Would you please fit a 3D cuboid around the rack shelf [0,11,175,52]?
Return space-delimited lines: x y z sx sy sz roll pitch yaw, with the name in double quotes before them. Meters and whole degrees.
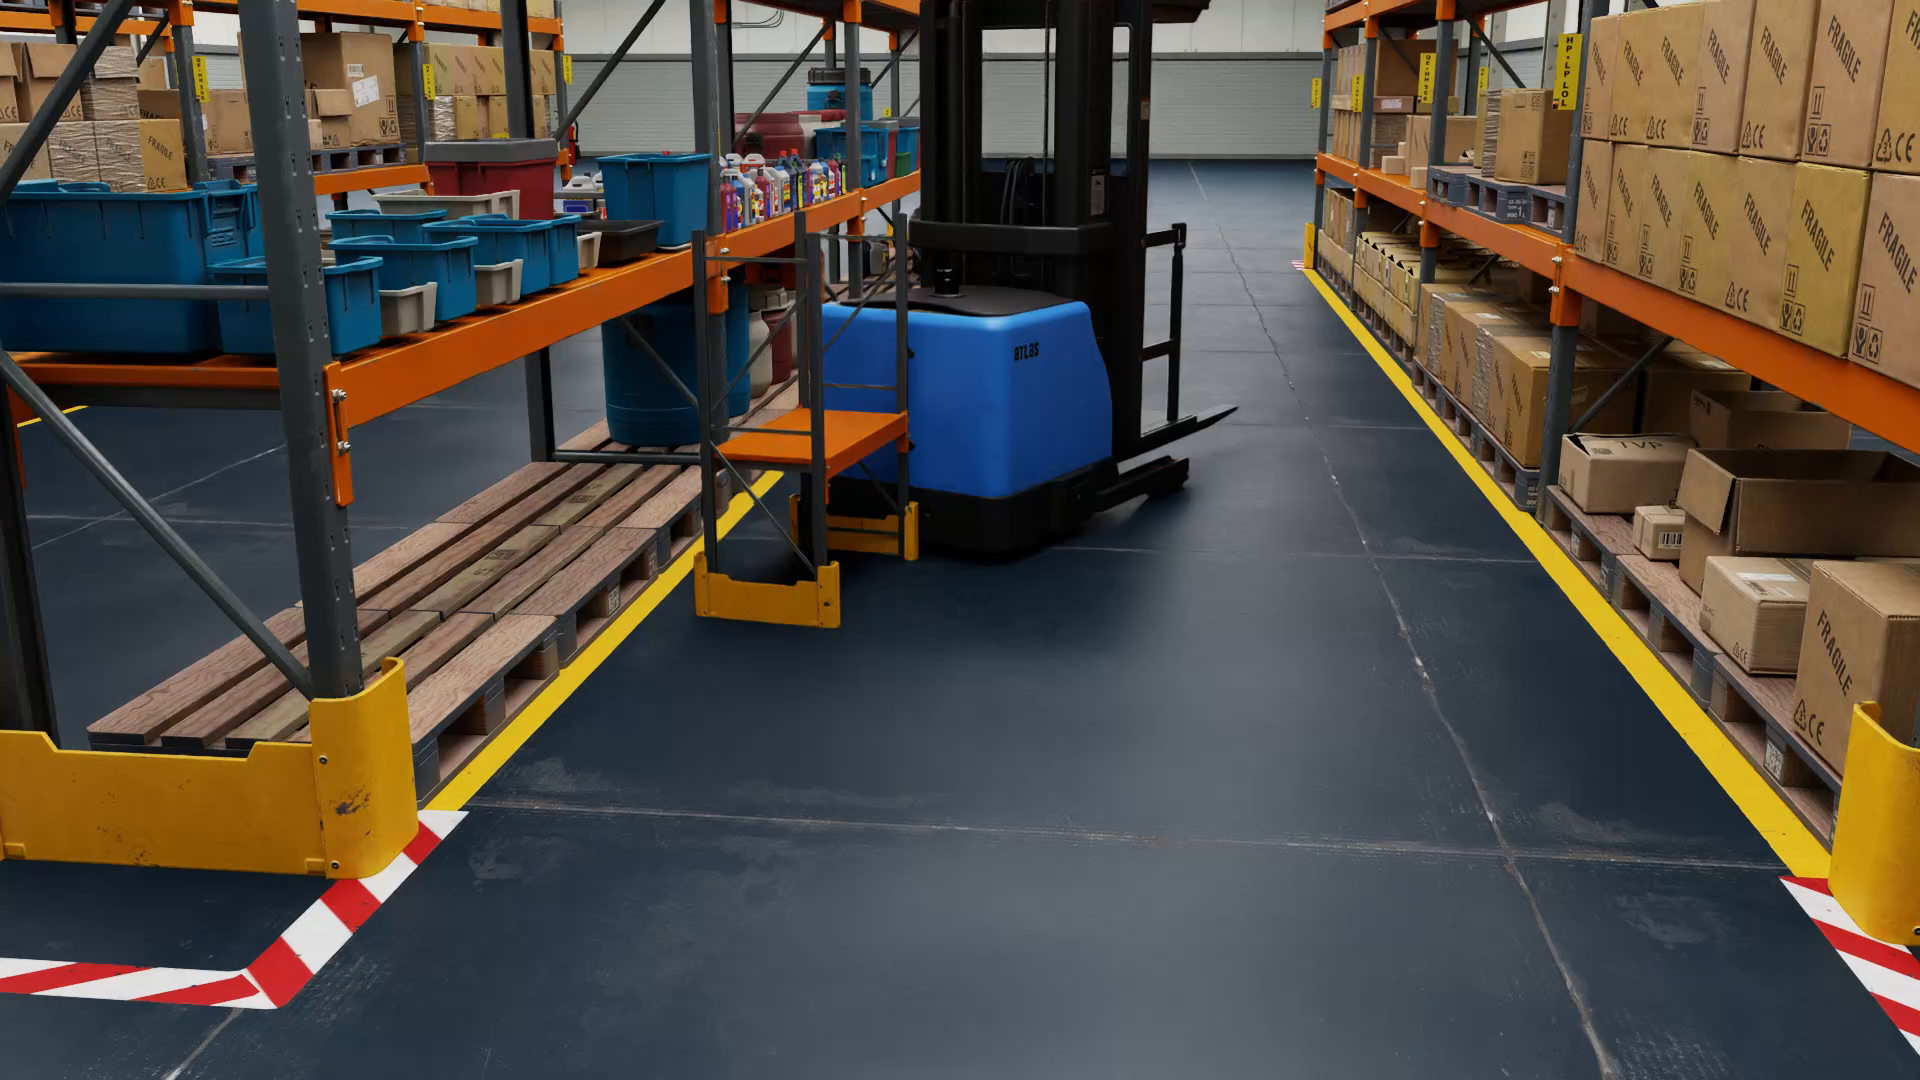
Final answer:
"rack shelf" -10.371 -5.672 18.525 1.077 0.370 4.000 2 15 6

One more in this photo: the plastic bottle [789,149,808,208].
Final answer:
"plastic bottle" -1.020 -2.220 10.218 0.144 0.351 0.185 2 15 6

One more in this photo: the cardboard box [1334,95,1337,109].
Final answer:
"cardboard box" 4.329 -4.823 18.317 0.380 0.149 0.250 1 15 5

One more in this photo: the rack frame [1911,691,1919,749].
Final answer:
"rack frame" 2.809 -0.476 3.674 1.000 3.000 0.127 2 15 6

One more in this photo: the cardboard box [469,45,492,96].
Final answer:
"cardboard box" -5.264 -4.924 17.448 0.500 0.500 0.500 2 15 6

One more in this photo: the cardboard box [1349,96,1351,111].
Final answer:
"cardboard box" 4.153 -4.424 16.843 0.380 0.149 0.250 2 15 8

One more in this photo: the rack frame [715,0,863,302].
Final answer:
"rack frame" -1.210 -2.697 11.891 1.000 3.000 0.127 2 15 6

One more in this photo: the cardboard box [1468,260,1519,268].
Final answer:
"cardboard box" 4.114 -1.960 12.554 0.500 0.311 0.500 1 15 5

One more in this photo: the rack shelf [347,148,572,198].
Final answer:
"rack shelf" -5.454 -4.052 18.279 1.077 0.370 4.000 2 15 6

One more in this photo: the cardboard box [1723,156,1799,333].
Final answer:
"cardboard box" 2.706 -0.912 5.096 0.500 0.500 0.500 2 15 7

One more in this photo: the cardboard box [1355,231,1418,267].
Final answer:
"cardboard box" 3.869 -2.634 15.046 0.500 0.311 0.500 2 15 6

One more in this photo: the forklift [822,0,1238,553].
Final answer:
"forklift" 0.534 -1.691 8.299 1.130 2.935 3.031 9 18 31

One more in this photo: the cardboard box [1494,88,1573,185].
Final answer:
"cardboard box" 3.398 -2.224 9.144 0.700 0.500 0.500 -2 15 -8

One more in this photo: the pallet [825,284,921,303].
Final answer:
"pallet" -0.808 -2.184 15.334 1.003 0.211 1.213 2 15 6

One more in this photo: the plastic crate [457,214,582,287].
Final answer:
"plastic crate" -1.575 -1.044 5.983 0.416 0.233 0.300 2 15 6

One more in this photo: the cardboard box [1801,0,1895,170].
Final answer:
"cardboard box" 2.642 -1.261 4.472 0.500 0.500 0.500 2 15 8

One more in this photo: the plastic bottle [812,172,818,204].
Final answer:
"plastic bottle" -0.954 -2.243 10.592 0.097 0.201 0.097 0 15 0

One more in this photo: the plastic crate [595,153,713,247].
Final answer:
"plastic crate" -1.375 -1.550 7.563 0.392 0.384 0.575 2 15 6

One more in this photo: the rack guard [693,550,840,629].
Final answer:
"rack guard" -0.753 0.192 6.473 0.587 0.250 0.087 4 16 16

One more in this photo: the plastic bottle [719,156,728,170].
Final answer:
"plastic bottle" -1.632 -2.415 11.083 0.152 0.276 0.135 2 15 6

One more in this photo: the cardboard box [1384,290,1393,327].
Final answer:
"cardboard box" 3.643 -1.834 13.160 0.500 0.250 0.500 2 15 8

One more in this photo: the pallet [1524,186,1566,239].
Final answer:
"pallet" 3.459 -1.624 8.291 1.003 0.211 1.213 2 15 6

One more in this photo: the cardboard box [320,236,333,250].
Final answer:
"cardboard box" -5.905 -2.459 14.957 0.700 0.500 0.500 0 15 1

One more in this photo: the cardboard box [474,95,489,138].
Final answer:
"cardboard box" -5.520 -4.449 17.606 0.875 0.500 0.500 2 15 6

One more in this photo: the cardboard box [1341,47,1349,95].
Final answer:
"cardboard box" 4.489 -5.029 17.836 0.700 0.500 0.500 1 15 5

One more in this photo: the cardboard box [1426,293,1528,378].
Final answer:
"cardboard box" 3.323 -1.311 10.708 0.500 0.500 0.500 1 15 4

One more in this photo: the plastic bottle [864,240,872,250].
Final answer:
"plastic bottle" -0.950 -2.894 16.849 0.144 0.351 0.185 1 15 3

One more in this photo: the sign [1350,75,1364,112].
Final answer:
"sign" 3.611 -4.060 15.120 0.100 0.325 0.005 2 15 6

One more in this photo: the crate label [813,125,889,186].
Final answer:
"crate label" -0.829 -2.964 12.810 0.502 0.435 0.616 2 15 6

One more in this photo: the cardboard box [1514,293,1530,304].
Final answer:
"cardboard box" 3.839 -1.307 10.694 0.500 0.500 0.500 2 15 8

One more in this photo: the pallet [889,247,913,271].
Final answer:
"pallet" -0.366 -3.194 19.071 1.003 0.211 1.213 2 15 6

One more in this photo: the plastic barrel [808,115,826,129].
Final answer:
"plastic barrel" -1.258 -3.134 13.290 0.421 0.512 0.421 0 15 0

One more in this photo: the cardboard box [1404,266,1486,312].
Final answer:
"cardboard box" 3.526 -1.840 12.108 0.500 0.311 0.500 2 15 8

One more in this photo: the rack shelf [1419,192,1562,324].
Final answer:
"rack shelf" 3.486 -1.684 9.523 1.077 0.370 4.000 2 15 6

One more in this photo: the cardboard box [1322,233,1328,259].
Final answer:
"cardboard box" 4.280 -3.238 18.355 0.500 0.250 0.500 2 15 6

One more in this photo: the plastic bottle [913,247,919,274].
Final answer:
"plastic bottle" -0.398 -2.870 16.760 0.144 0.351 0.185 2 15 6

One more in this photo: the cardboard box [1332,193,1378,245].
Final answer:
"cardboard box" 4.161 -3.341 17.299 0.500 0.500 0.500 2 15 6

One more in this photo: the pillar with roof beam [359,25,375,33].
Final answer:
"pillar with roof beam" -13.319 -15.751 48.673 9.100 9.000 0.400 2 15 6

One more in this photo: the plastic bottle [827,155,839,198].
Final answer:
"plastic bottle" -0.857 -2.464 11.250 0.061 0.283 0.133 2 15 6

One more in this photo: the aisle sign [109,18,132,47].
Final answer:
"aisle sign" -10.435 -6.373 20.502 0.394 0.787 0.004 2 15 6

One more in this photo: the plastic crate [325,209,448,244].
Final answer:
"plastic crate" -2.135 -1.111 6.229 0.416 0.233 0.300 2 15 6

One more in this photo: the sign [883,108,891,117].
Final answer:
"sign" -0.853 -4.923 19.592 0.100 0.325 0.005 2 15 6

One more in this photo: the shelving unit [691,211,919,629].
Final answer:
"shelving unit" -0.613 -0.536 6.771 0.587 1.500 1.083 4 16 16

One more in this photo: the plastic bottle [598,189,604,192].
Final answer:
"plastic bottle" -1.876 -1.739 8.729 0.097 0.201 0.097 0 15 0

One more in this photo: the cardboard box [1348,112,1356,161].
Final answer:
"cardboard box" 4.377 -4.151 17.076 0.700 0.500 0.500 2 15 8

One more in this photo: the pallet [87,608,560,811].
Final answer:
"pallet" -1.981 0.511 5.368 1.003 0.211 1.213 2 15 6

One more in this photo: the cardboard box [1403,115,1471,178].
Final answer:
"cardboard box" 4.001 -3.301 13.931 0.500 0.500 0.500 3 15 10

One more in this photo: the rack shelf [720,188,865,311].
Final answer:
"rack shelf" -1.435 -1.831 10.066 1.077 0.370 4.000 2 15 6

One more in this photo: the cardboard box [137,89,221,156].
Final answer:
"cardboard box" -6.110 -3.235 12.885 0.500 0.500 0.500 0 15 -1

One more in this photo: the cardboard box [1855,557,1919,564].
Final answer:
"cardboard box" 3.265 0.247 5.426 0.500 0.250 0.500 2 15 6

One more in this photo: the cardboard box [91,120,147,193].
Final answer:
"cardboard box" -6.002 -2.627 11.439 0.500 0.500 0.500 2 15 6

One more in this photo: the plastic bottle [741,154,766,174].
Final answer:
"plastic bottle" -1.428 -2.530 11.511 0.152 0.276 0.135 2 15 6

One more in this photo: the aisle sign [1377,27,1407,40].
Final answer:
"aisle sign" 4.914 -5.889 18.713 0.394 0.787 0.004 2 15 6

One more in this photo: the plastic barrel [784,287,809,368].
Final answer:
"plastic barrel" -1.223 -1.423 11.138 0.421 0.512 0.421 0 15 0

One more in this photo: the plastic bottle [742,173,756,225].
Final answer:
"plastic bottle" -1.149 -1.831 8.933 0.097 0.271 0.097 0 15 0

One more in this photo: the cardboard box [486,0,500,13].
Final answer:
"cardboard box" -5.201 -5.768 17.789 0.500 0.250 0.500 1 15 5

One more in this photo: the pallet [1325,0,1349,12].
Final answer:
"pallet" 4.509 -5.848 17.966 1.003 0.211 1.213 2 15 6

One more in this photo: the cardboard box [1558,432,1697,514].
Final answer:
"cardboard box" 2.998 -0.325 7.425 0.500 0.311 0.500 2 15 6

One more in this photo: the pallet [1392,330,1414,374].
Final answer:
"pallet" 3.843 -1.417 12.497 1.003 0.211 1.213 2 15 6

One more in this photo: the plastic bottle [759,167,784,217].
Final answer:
"plastic bottle" -1.100 -2.009 9.583 0.152 0.276 0.135 2 15 6
